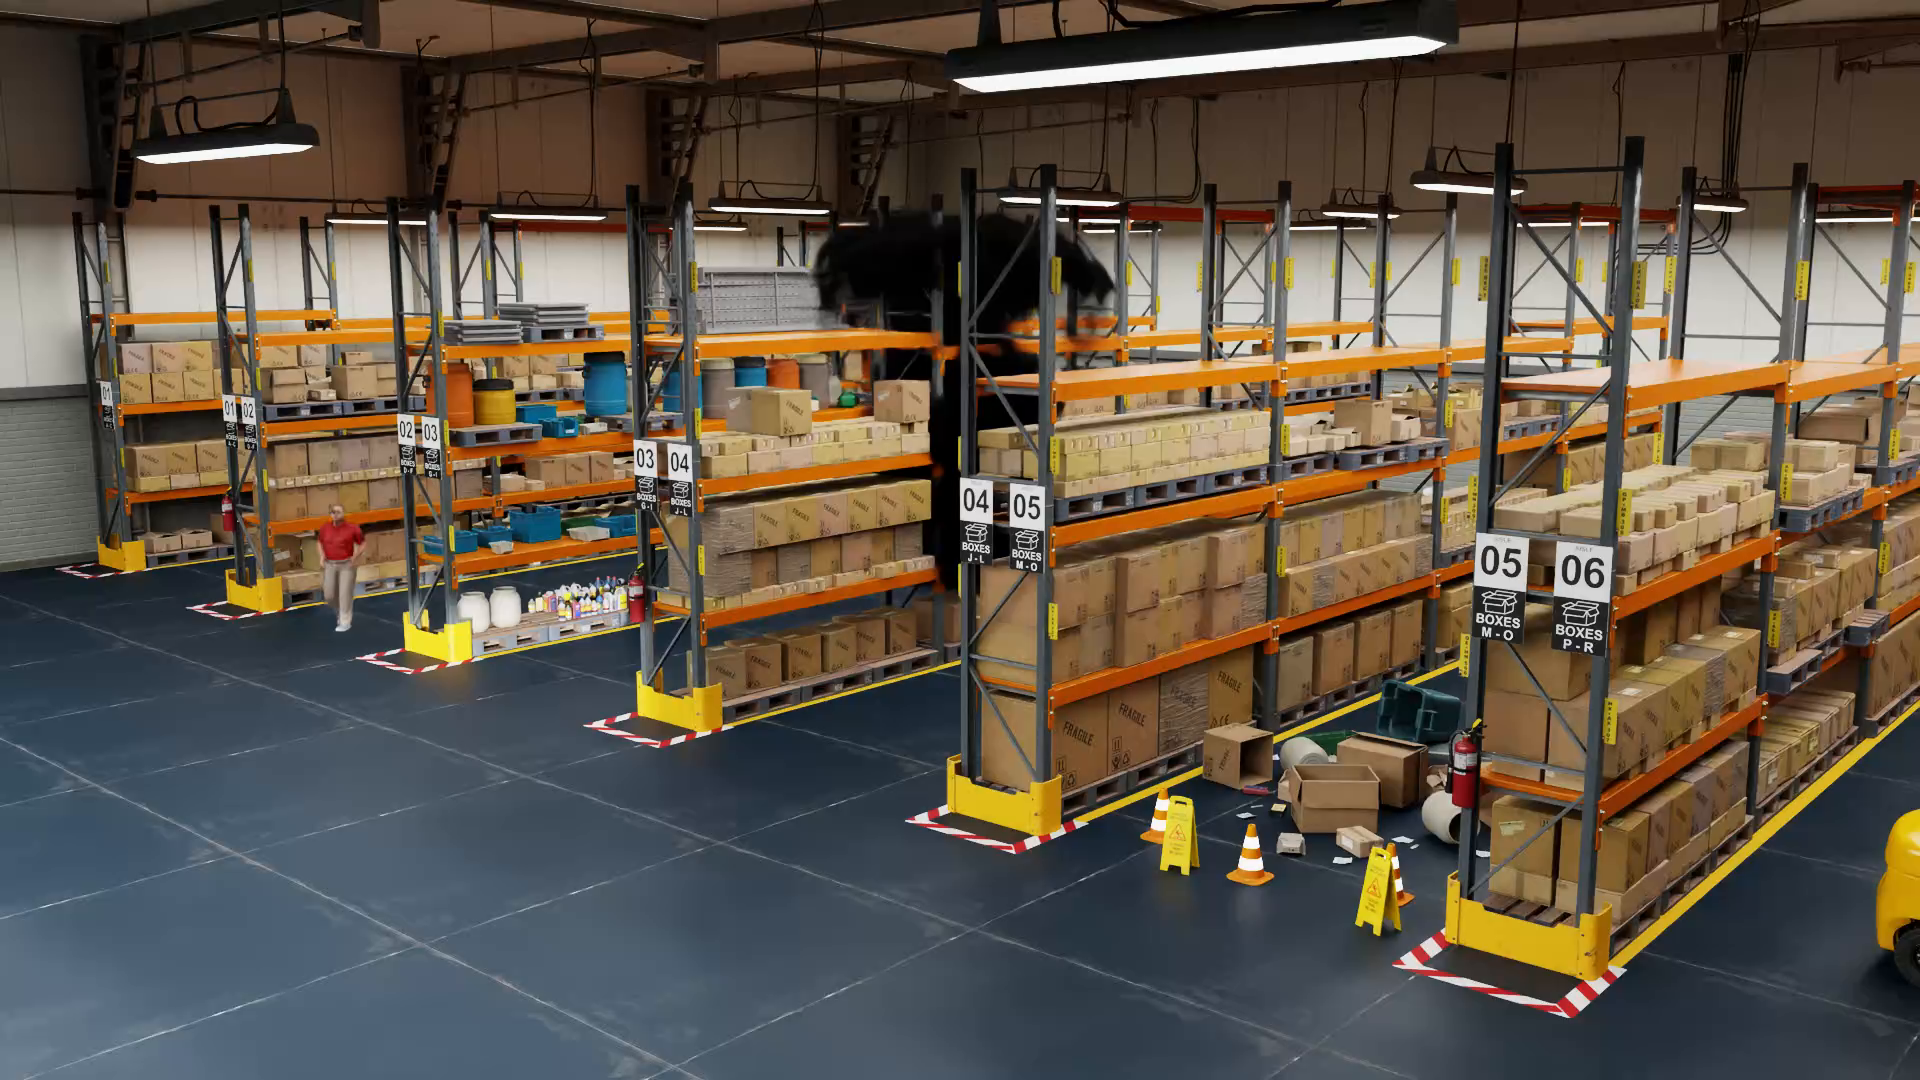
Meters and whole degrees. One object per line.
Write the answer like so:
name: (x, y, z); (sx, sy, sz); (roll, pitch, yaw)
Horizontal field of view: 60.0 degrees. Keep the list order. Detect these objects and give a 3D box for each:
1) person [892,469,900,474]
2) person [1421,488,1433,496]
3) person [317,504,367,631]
person: (-1.482, -1.091, 31.182); (0.677, 1.794, 0.744); (7, 12, 35)
person: (7.325, 0.015, 26.076); (0.668, 1.701, 0.722); (7, 12, 34)
person: (-8.271, 0.373, 22.232); (0.648, 1.715, 0.545); (-1, 9, -3)
